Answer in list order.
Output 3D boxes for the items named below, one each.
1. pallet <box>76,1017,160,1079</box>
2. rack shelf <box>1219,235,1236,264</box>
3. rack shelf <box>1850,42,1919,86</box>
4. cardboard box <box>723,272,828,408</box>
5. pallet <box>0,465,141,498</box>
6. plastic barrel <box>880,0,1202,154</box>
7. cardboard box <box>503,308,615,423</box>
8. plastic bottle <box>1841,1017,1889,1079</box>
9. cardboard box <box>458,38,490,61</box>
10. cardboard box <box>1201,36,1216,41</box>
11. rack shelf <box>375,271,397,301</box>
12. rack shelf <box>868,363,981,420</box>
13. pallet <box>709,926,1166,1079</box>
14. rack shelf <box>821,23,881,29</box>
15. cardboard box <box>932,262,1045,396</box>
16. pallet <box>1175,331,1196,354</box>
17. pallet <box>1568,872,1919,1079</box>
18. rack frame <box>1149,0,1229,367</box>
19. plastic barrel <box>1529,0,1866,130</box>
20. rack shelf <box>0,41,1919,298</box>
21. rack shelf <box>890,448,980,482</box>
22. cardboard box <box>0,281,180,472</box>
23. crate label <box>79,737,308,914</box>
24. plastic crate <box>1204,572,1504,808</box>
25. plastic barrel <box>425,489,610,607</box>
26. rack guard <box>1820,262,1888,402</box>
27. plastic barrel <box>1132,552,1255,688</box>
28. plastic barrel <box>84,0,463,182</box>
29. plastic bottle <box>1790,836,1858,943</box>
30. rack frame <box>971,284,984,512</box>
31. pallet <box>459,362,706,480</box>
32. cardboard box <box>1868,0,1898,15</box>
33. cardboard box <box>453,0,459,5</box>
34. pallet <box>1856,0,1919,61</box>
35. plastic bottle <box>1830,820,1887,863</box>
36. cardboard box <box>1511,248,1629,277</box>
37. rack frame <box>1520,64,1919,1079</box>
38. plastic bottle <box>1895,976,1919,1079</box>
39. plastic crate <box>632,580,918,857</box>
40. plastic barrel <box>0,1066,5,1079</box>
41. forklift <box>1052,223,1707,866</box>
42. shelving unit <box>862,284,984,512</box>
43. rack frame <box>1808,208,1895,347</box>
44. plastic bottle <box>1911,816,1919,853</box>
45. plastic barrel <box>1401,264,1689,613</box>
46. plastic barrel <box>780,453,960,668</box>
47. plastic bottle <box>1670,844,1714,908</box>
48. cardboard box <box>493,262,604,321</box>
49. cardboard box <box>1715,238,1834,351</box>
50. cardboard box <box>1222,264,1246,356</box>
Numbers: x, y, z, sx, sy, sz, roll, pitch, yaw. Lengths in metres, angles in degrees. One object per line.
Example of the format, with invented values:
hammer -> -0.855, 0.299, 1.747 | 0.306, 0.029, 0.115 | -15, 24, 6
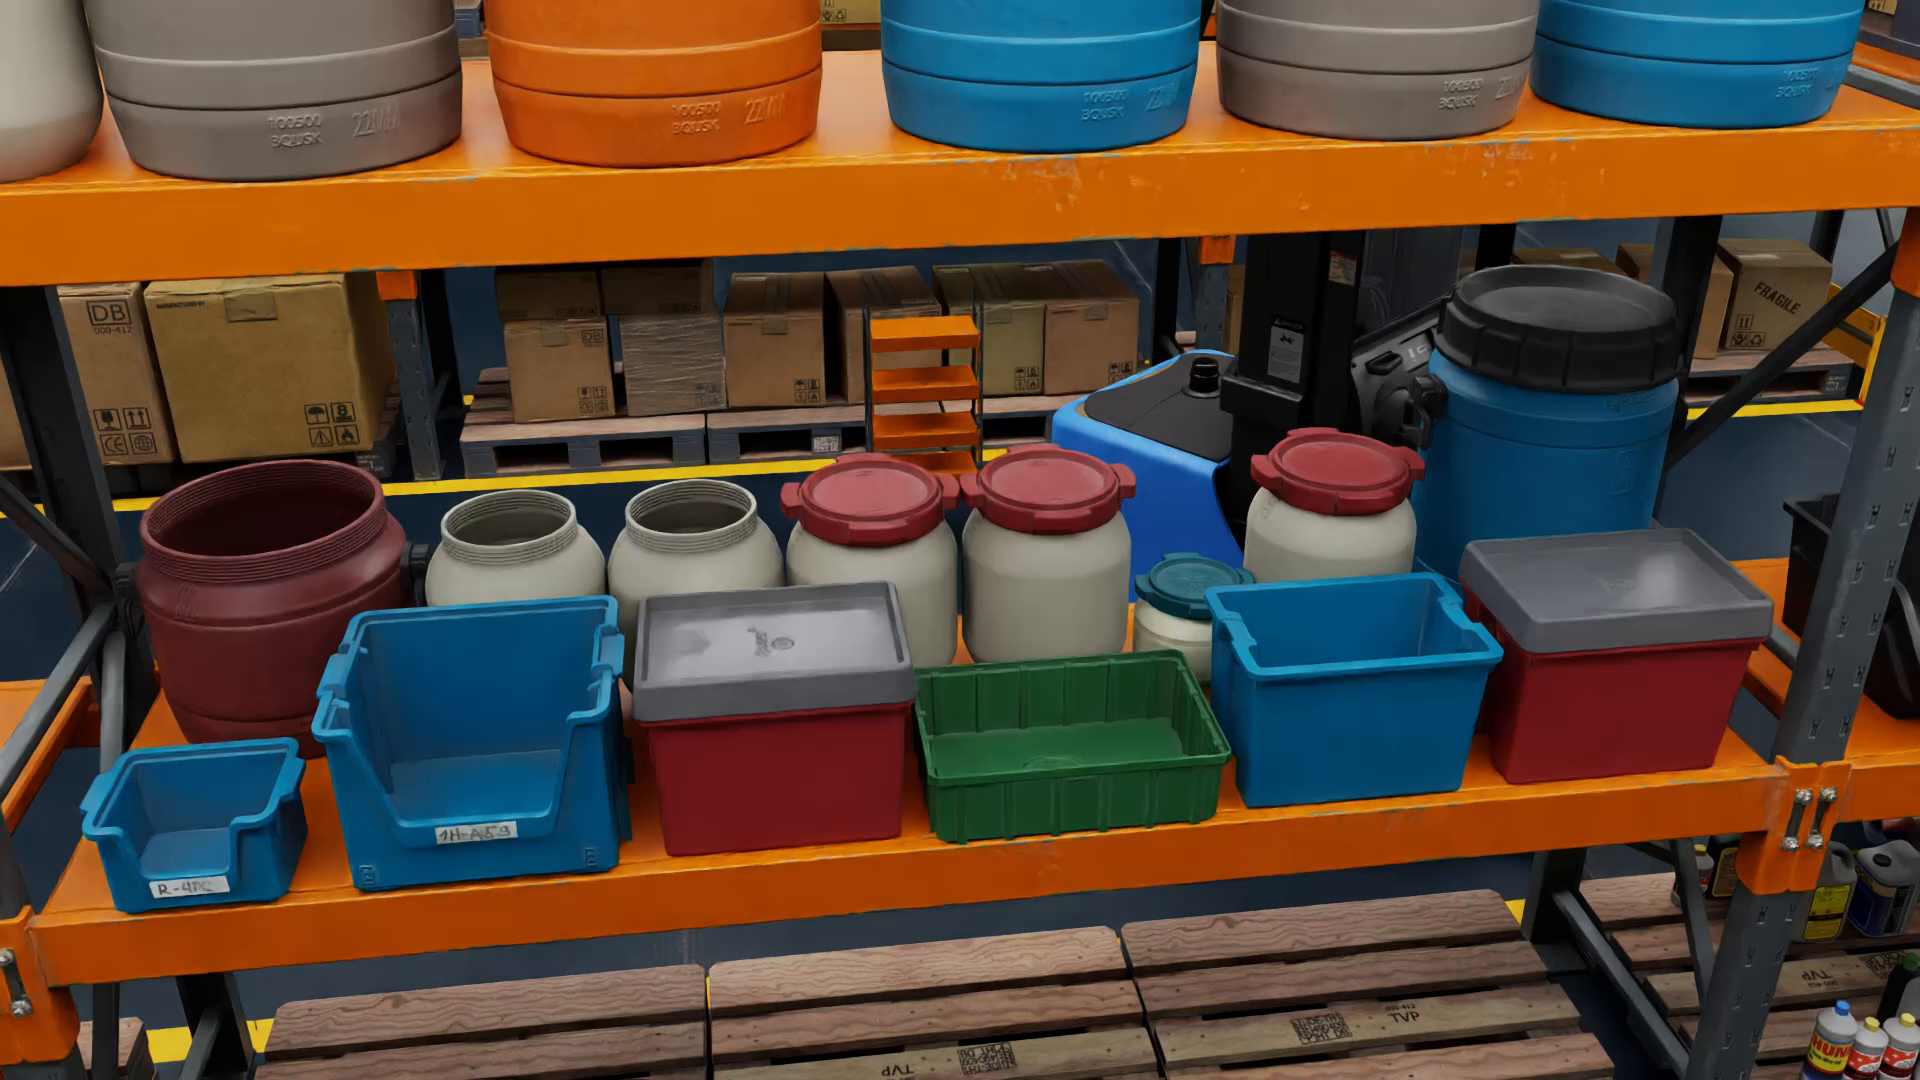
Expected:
pallet -> -2.818, 1.697, 4.212 | 1.213, 0.211, 1.003 | -4, 27, -7
rack shelf -> 3.209, -1.913, 8.981 | 4.000, 0.370, 1.077 | -4, 27, -7
rack shelf -> 3.899, -1.009, 3.933 | 4.000, 0.370, 1.077 | -4, 27, -7
cardboard box -> -0.964, -1.067, 8.801 | 0.500, 0.500, 0.700 | -1, 27, -3
pallet -> -4.730, -0.519, 8.530 | 1.213, 0.211, 1.003 | -4, 27, -7
plastic barrel -> 0.149, -1.211, 2.990 | 0.708, 0.901, 0.600 | -4, 27, -7
cardboard box -> -2.072, -0.987, 8.644 | 0.500, 0.500, 0.700 | -5, 28, -10
plastic bottle -> 2.395, 1.353, 4.410 | 0.097, 0.201, 0.097 | 0, 27, 0
cardboard box -> -2.204, -2.136, 8.057 | 0.500, 0.500, 0.500 | -7, 28, -13
cardboard box -> 2.162, -3.664, 13.472 | 0.875, 0.875, 0.875 | -3, 27, -7
rack shelf -> -4.713, -1.405, 7.990 | 4.000, 0.370, 1.077 | -4, 27, -7
rack shelf -> -0.164, -0.662, 7.384 | 0.480, 0.148, 0.258 | -4, 27, -7
pallet -> -0.065, 1.520, 4.556 | 1.213, 0.211, 1.003 | -4, 27, -7
rack shelf -> -1.343, -3.908, 12.868 | 4.000, 0.370, 1.077 | -4, 27, -7
cardboard box -> 0.142, -1.139, 8.940 | 0.500, 0.500, 0.700 | -4, 27, -7
pallet -> 1.888, -0.924, 9.320 | 1.213, 0.211, 1.003 | -4, 27, -7
pallet -> 2.589, 1.350, 4.889 | 1.213, 0.211, 1.003 | -4, 27, -7
rack frame -> 1.228, -2.106, 8.569 | 0.127, 3.000, 1.000 | -4, 27, -7
plastic barrel -> 1.445, -1.294, 3.152 | 0.708, 0.901, 0.600 | -4, 27, -7
rack shelf -> -0.062, -0.755, 3.437 | 4.000, 0.370, 1.077 | -4, 27, -7
rack shelf -> -0.164, -0.287, 7.577 | 0.480, 0.148, 0.258 | -4, 27, -7
cardboard box -> -4.303, -1.006, 8.292 | 0.875, 0.875, 1.225 | -4, 27, -7
crate label -> -1.574, 0.604, 3.470 | 0.416, 0.233, 0.303 | -4, 27, -7
plastic crate -> 0.869, 0.351, 3.798 | 0.575, 0.384, 0.392 | -4, 27, -7
plastic barrel -> -1.054, 0.175, 4.000 | 0.421, 0.512, 0.421 | 0, 27, 0
rack guard -> 5.114, -1.244, 9.626 | 0.348, 0.500, 1.175 | -4, 27, -7
plastic barrel -> 0.586, 0.209, 4.208 | 0.301, 0.262, 0.301 | 0, 27, 0
plastic barrel -> -1.199, -1.125, 2.821 | 0.600, 0.901, 0.600 | 0, 27, 0
plastic bottle -> 2.536, 1.009, 4.917 | 0.185, 0.351, 0.144 | -4, 27, -7
rack frame -> 0.078, -0.539, 7.486 | 0.015, 1.200, 0.240 | -4, 27, -7
pallet -> -1.959, -0.660, 8.806 | 1.213, 0.211, 1.003 | -4, 27, -7
cardboard box -> 4.679, -2.836, 8.460 | 0.500, 0.500, 0.500 | -4, 27, -7
cardboard box -> -3.748, -3.936, 11.951 | 0.250, 0.149, 0.380 | -3, 27, -6
pallet -> 2.619, -1.208, 3.739 | 1.003, 0.211, 1.213 | -4, 27, -7
plastic bottle -> 2.706, 0.932, 5.067 | 0.185, 0.351, 0.144 | -5, 28, -10
cardboard box -> 3.359, -1.319, 9.312 | 0.500, 0.500, 0.500 | -1, 27, -2
rack frame -> 1.918, 0.133, 4.206 | 0.127, 3.000, 1.000 | -4, 27, -7
plastic bottle -> 2.611, 1.294, 4.444 | 0.135, 0.276, 0.152 | -3, 27, -5
plastic crate -> -0.400, 0.394, 3.626 | 0.583, 0.464, 0.402 | -4, 27, -7
plastic barrel -> -2.525, 1.205, 4.034 | 0.708, 0.830, 0.600 | -4, 27, -7
forklift -> 1.757, -0.549, 5.610 | 3.031, 2.935, 1.130 | 23, 35, 38
shelving unit -> -0.164, -0.523, 7.456 | 0.503, 1.200, 0.258 | -4, 27, -7
rack frame -> 5.189, -2.361, 9.065 | 0.127, 3.000, 1.000 | -4, 27, -7
plastic bottle -> 3.025, 0.912, 5.107 | 0.185, 0.351, 0.144 | -4, 27, -7
plastic barrel -> 1.493, -0.203, 4.310 | 0.708, 0.901, 0.600 | -4, 27, -7
plastic barrel -> -0.215, 0.108, 4.105 | 0.433, 0.535, 0.433 | 0, 27, 0
plastic bottle -> 2.234, 1.018, 5.063 | 0.097, 0.201, 0.097 | 0, 27, 0
cardboard box -> -2.074, -1.325, 8.482 | 0.500, 0.250, 0.500 | -3, 27, -5
cardboard box -> 4.568, -1.403, 9.477 | 0.500, 0.500, 0.500 | 1, 27, 2
cardboard box -> 1.630, -1.188, 9.058 | 0.500, 0.500, 0.500 | -4, 28, -9
